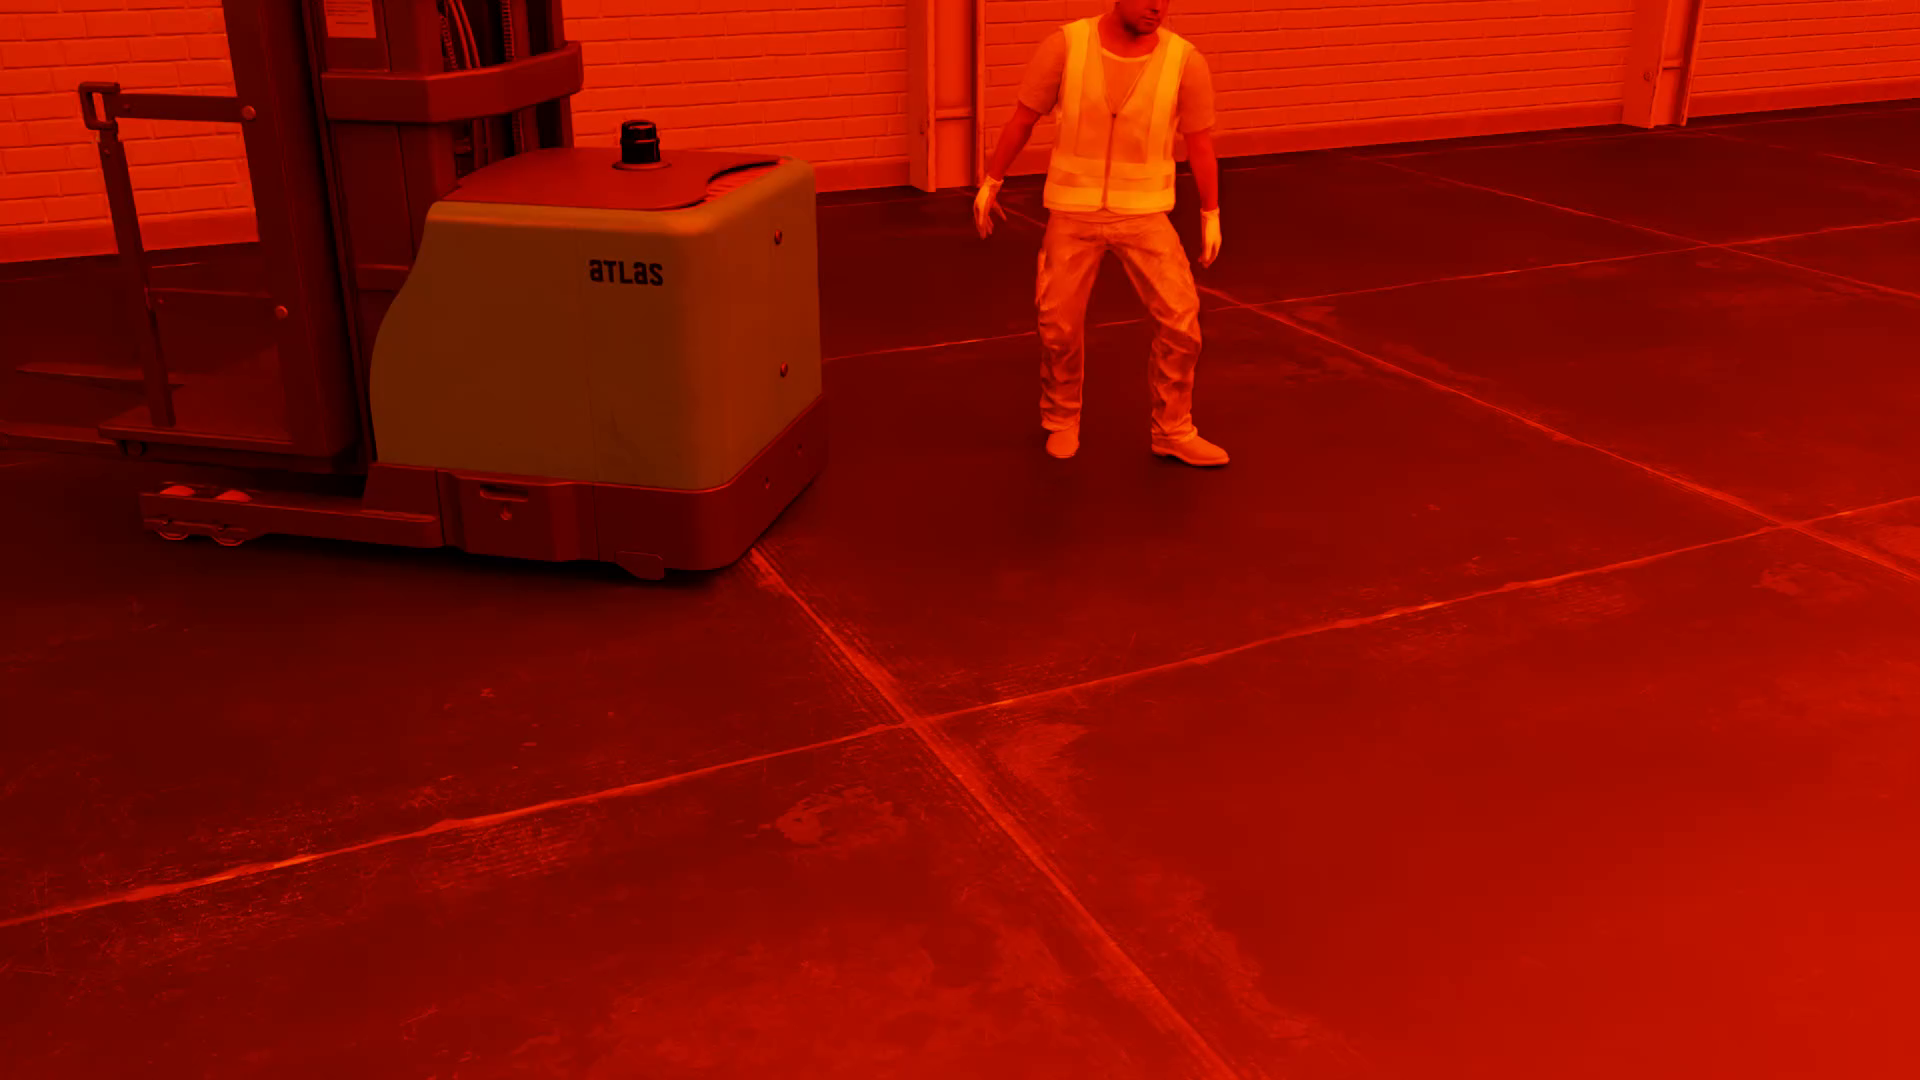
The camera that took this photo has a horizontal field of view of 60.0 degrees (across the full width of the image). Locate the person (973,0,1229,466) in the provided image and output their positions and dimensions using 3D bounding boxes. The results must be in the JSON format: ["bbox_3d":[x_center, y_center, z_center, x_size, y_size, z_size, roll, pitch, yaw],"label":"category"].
[{"bbox_3d":[0.485,-1.078,5.508,0.905,1.749,0.473,3,23,8],"label":"person"}]

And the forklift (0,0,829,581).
[{"bbox_3d":[-2.013,-1.524,4.955,3.031,2.935,1.130,5,23,13],"label":"forklift"}]
